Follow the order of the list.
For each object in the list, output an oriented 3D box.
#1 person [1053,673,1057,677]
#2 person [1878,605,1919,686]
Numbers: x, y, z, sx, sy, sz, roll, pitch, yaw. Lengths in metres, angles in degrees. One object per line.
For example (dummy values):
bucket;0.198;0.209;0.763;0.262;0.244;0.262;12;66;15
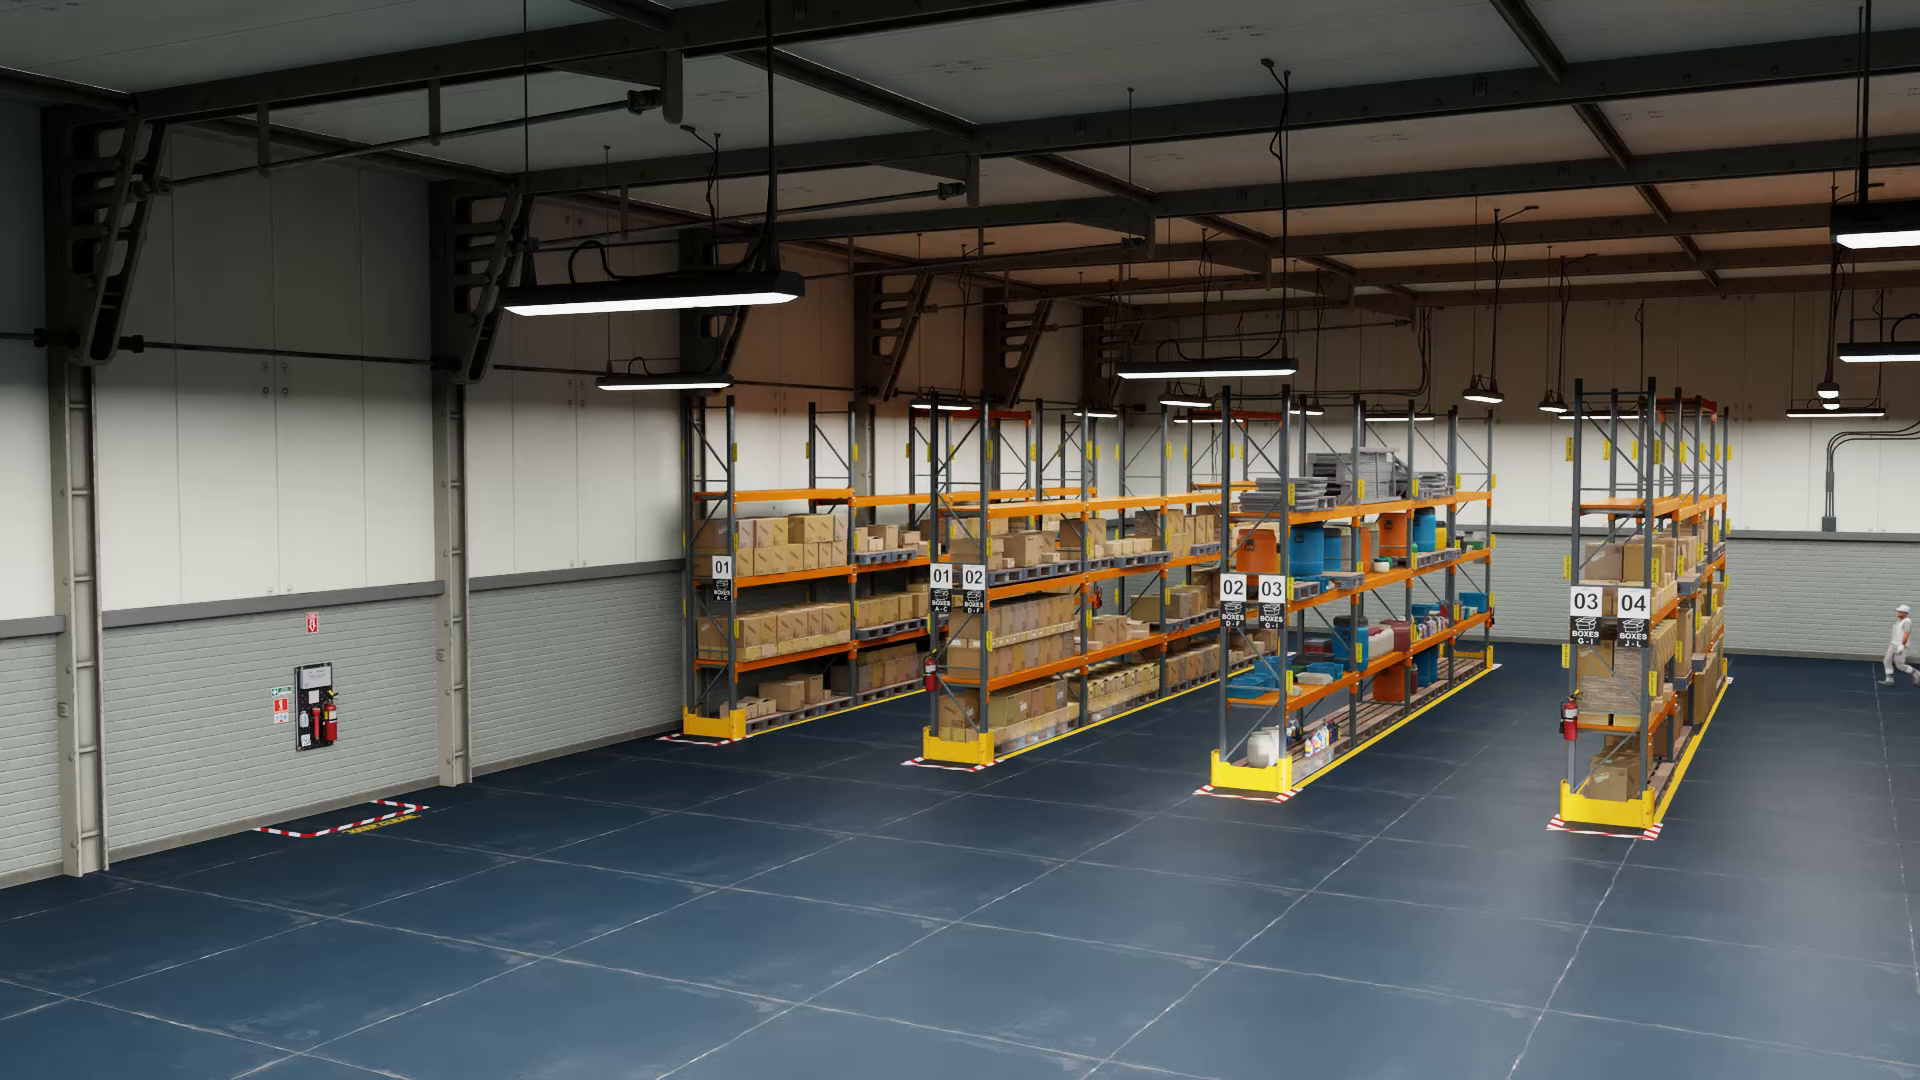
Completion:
person;1.818;2.159;35.389;0.559;1.781;0.594;0;3;3
person;20.044;2.252;35.405;0.769;1.745;0.624;0;3;7
